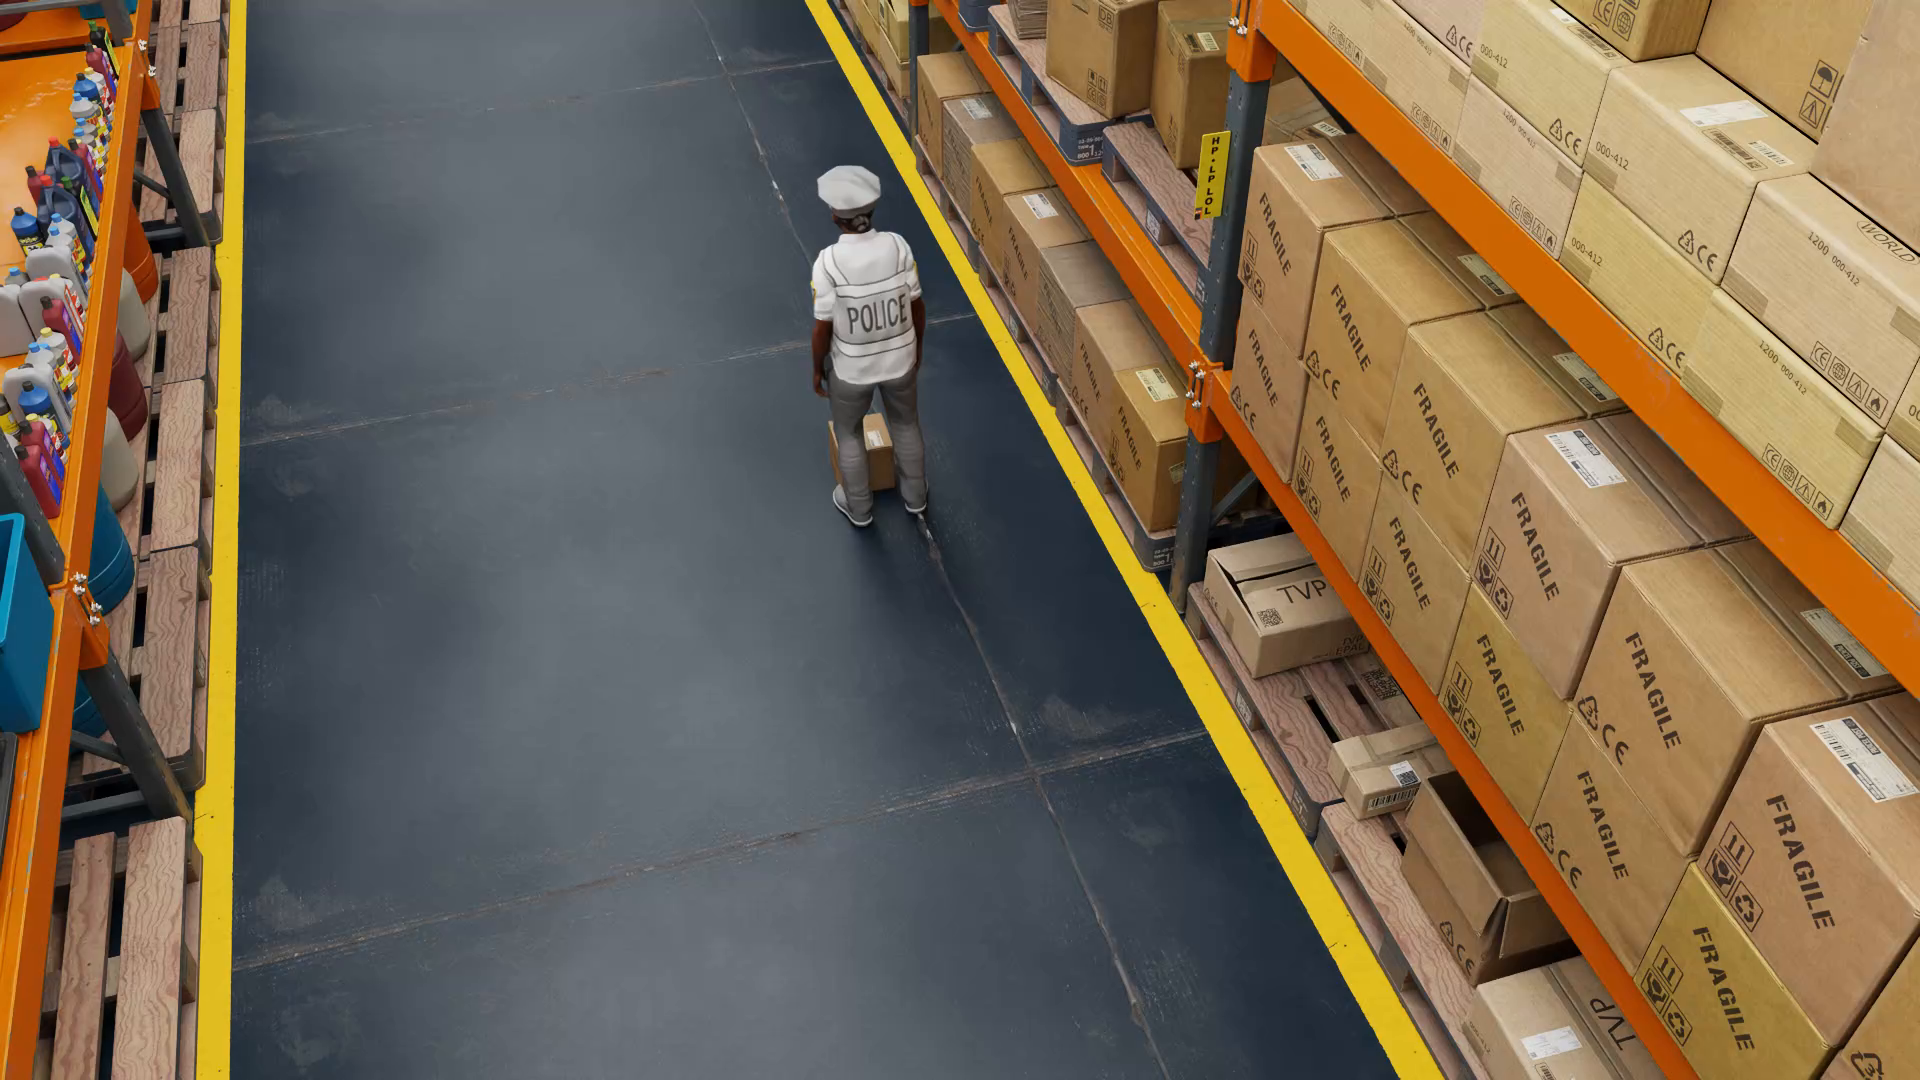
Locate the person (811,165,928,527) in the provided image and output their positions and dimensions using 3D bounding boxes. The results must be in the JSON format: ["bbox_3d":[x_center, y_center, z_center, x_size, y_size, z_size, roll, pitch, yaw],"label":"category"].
[{"bbox_3d":[-0.371,-0.761,6.993,0.530,1.657,0.398,-14,44,-15],"label":"person"}]
